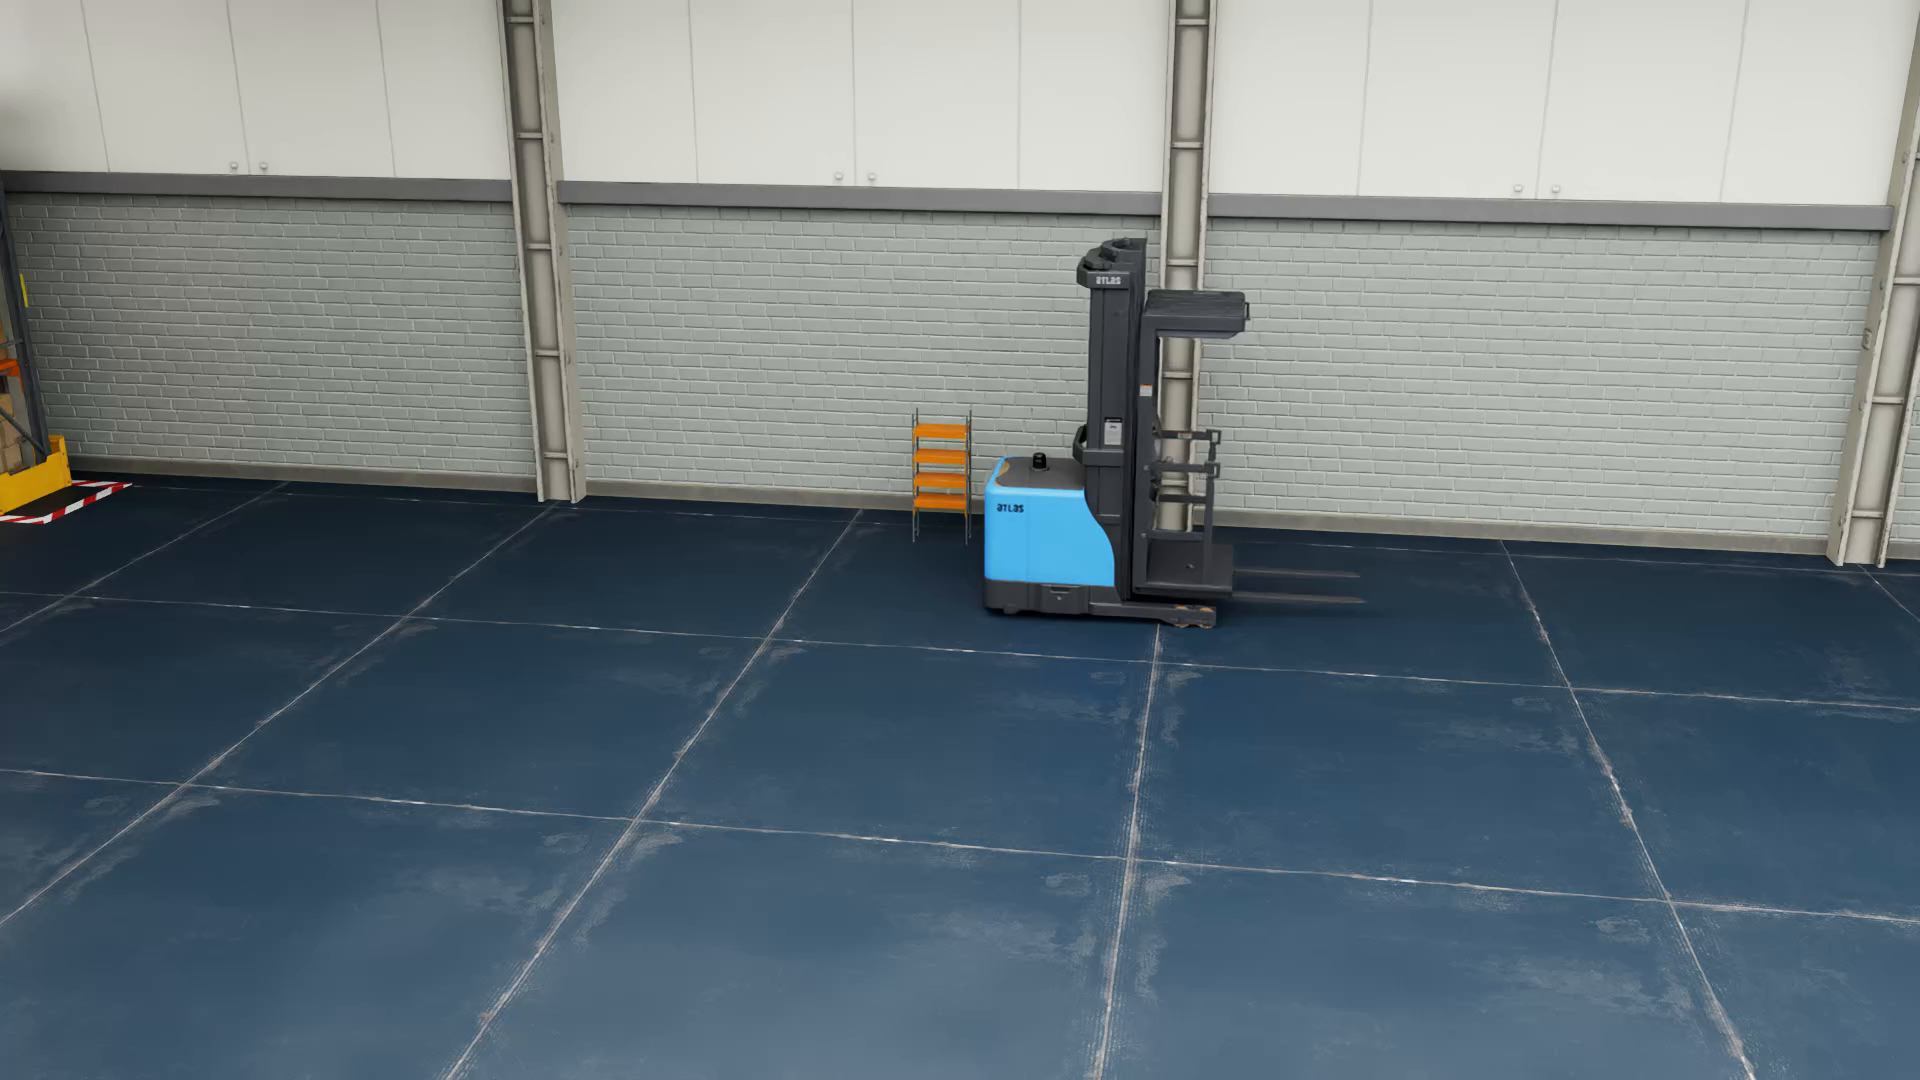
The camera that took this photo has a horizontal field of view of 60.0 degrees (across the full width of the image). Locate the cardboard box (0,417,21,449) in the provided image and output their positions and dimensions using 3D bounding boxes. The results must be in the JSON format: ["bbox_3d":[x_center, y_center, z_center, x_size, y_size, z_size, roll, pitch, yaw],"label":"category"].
[{"bbox_3d":[-9.753,-1.048,16.540,0.500,0.250,0.500,3,19,10],"label":"cardboard box"}]

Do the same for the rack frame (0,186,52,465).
[{"bbox_3d":[-9.321,-1.827,15.984,0.127,3.000,1.000,3,19,9],"label":"rack frame"}]

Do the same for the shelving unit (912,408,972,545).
[{"bbox_3d":[-0.163,-0.577,15.084,0.503,1.200,0.258,3,19,9],"label":"shelving unit"}]

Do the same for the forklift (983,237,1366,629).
[{"bbox_3d":[1.747,-0.867,13.222,3.031,2.935,1.130,3,19,9],"label":"forklift"}]

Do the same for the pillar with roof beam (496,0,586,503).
[{"bbox_3d":[-4.625,-3.339,11.048,0.400,9.000,9.100,3,19,9],"label":"pillar with roof beam"}]

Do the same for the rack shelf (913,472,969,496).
[{"bbox_3d":[-0.163,-0.514,15.106,0.480,0.148,0.258,3,19,9],"label":"rack shelf"}]

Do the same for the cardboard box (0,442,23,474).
[{"bbox_3d":[-9.775,-0.809,16.611,0.500,0.250,0.500,3,19,9],"label":"cardboard box"}]

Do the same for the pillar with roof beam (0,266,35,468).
[{"bbox_3d":[-10.549,-3.641,11.950,0.400,9.000,9.100,3,19,9],"label":"pillar with roof beam"}]

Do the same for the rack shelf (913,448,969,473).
[{"bbox_3d":[-0.163,-0.726,15.035,0.480,0.148,0.258,3,19,9],"label":"rack shelf"}]

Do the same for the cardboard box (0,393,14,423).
[{"bbox_3d":[-9.766,-1.280,16.445,0.500,0.250,0.500,3,19,8],"label":"cardboard box"}]

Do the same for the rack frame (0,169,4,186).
[{"bbox_3d":[-9.321,-4.672,15.033,0.127,3.000,1.000,3,19,9],"label":"rack frame"}]

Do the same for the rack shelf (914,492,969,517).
[{"bbox_3d":[-0.163,-0.325,15.169,0.480,0.148,0.258,3,19,9],"label":"rack shelf"}]

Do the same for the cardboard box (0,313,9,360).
[{"bbox_3d":[-9.766,-1.987,16.303,0.500,0.500,0.500,4,19,10],"label":"cardboard box"}]

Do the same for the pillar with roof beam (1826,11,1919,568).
[{"bbox_3d":[7.224,-2.735,9.243,0.400,9.000,9.100,3,19,9],"label":"pillar with roof beam"}]

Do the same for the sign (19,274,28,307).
[{"bbox_3d":[-9.227,-2.449,16.353,0.005,0.325,0.100,3,19,9],"label":"sign"}]

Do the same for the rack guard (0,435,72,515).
[{"bbox_3d":[-9.298,-0.641,16.377,0.348,0.500,1.175,3,19,9],"label":"rack guard"}]

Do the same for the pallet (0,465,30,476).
[{"bbox_3d":[-10.083,-0.531,16.503,1.213,0.211,1.003,3,19,9],"label":"pallet"}]

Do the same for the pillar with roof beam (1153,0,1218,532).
[{"bbox_3d":[1.300,-3.037,10.145,0.400,9.000,9.100,3,19,9],"label":"pillar with roof beam"}]

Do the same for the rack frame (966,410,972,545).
[{"bbox_3d":[0.077,-0.565,15.048,0.015,1.200,0.240,3,19,9],"label":"rack frame"}]

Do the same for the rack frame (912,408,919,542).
[{"bbox_3d":[-0.404,-0.590,15.121,0.015,1.200,0.240,3,19,9],"label":"rack frame"}]

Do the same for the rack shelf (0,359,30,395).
[{"bbox_3d":[-11.296,-1.587,16.399,4.000,0.370,1.077,3,19,9],"label":"rack shelf"}]

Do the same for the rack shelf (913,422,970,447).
[{"bbox_3d":[-0.163,-0.950,14.960,0.480,0.148,0.258,3,19,9],"label":"rack shelf"}]
